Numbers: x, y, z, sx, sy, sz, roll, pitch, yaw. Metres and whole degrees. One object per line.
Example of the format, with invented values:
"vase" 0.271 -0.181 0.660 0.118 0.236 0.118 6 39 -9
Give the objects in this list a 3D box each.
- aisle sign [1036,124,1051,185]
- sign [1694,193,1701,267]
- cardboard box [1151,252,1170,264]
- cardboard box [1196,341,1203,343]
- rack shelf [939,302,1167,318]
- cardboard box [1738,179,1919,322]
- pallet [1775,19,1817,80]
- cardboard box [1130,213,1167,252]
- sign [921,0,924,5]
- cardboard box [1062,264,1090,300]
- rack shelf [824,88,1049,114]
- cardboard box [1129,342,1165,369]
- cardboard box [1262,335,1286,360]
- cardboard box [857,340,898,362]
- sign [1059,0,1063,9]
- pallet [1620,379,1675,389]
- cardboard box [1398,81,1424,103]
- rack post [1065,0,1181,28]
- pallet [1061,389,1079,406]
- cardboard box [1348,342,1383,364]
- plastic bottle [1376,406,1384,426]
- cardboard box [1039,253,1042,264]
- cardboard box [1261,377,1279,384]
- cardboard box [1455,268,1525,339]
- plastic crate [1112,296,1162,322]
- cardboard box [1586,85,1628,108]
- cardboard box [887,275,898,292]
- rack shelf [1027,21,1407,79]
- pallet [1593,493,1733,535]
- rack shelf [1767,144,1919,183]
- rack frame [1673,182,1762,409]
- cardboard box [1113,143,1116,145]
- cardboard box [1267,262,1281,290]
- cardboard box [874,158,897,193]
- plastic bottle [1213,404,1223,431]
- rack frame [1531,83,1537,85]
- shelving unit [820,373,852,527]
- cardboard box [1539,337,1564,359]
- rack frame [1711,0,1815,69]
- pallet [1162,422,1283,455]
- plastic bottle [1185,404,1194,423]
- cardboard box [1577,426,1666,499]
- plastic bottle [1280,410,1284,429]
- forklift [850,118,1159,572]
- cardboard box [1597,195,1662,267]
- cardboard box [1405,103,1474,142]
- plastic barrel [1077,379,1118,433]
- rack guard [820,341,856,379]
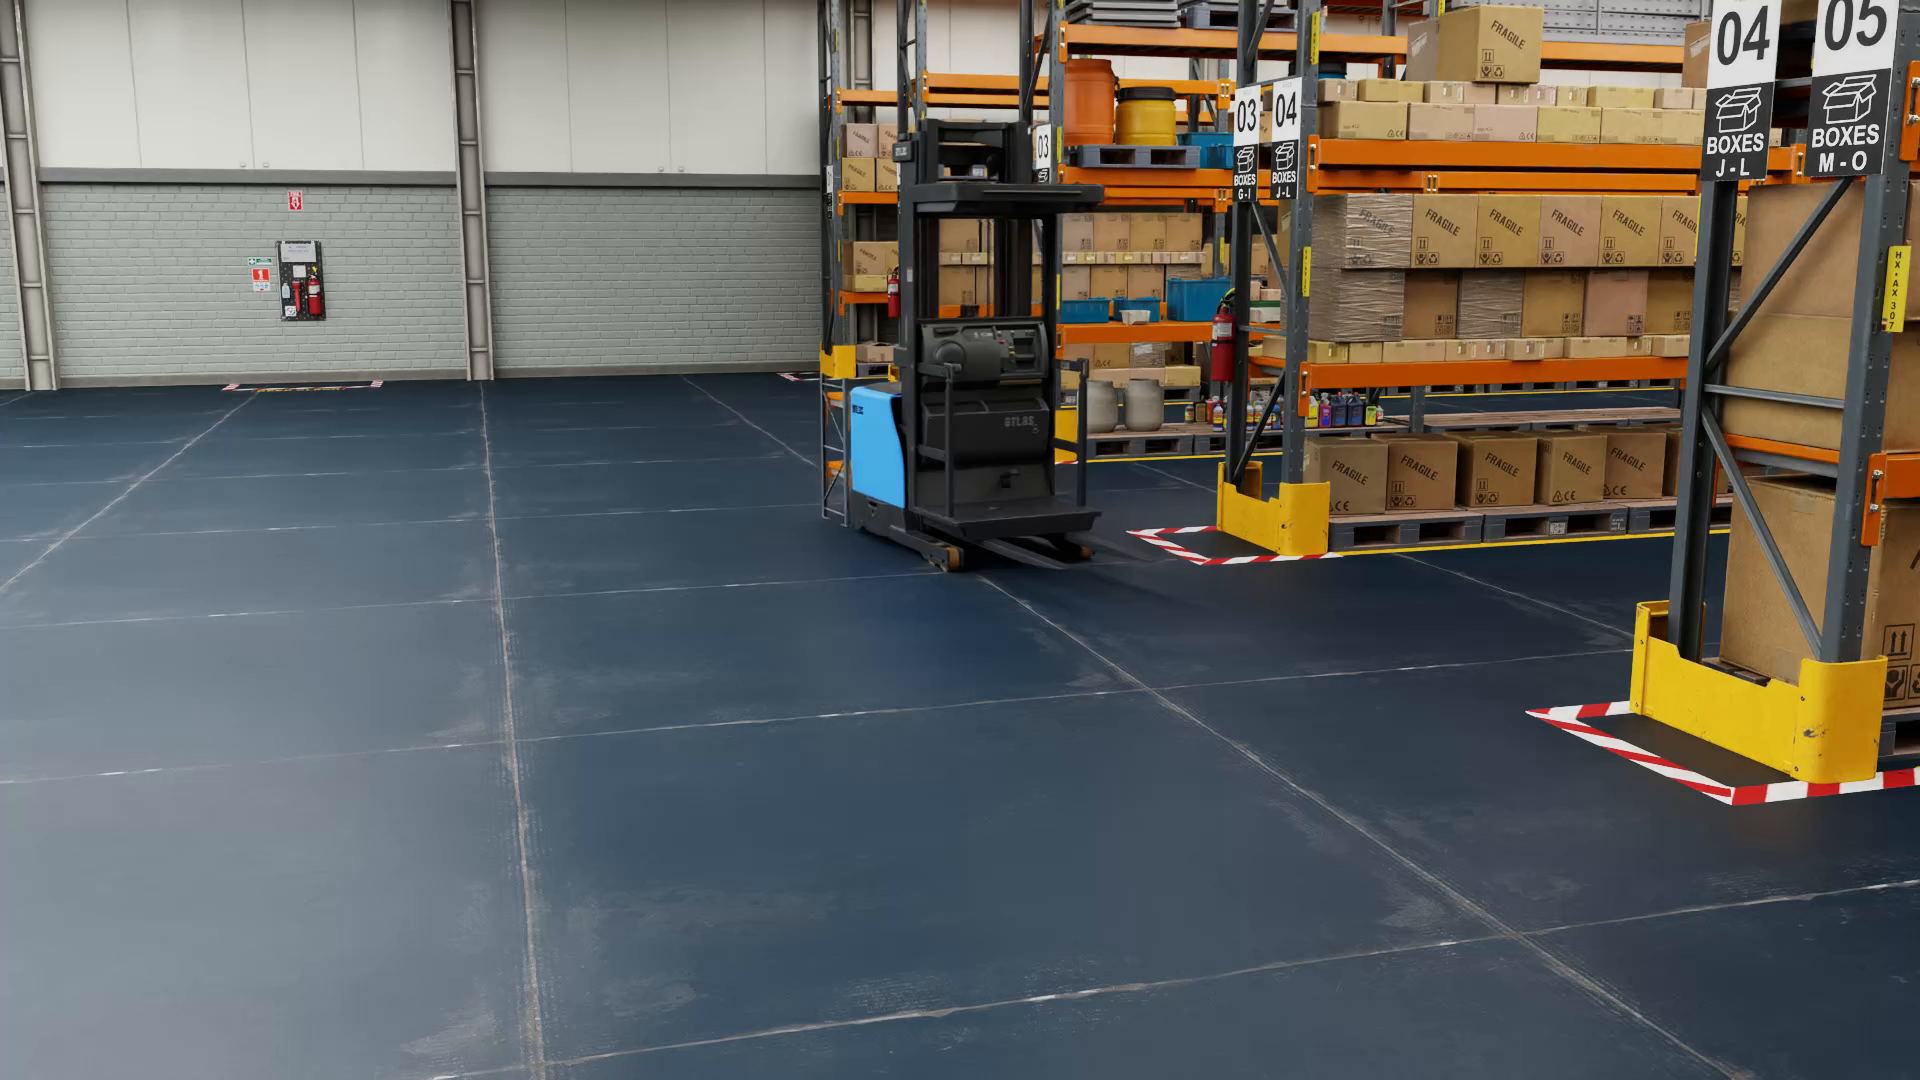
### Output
"aisle sign" 0.794 -3.551 15.871 0.004 0.787 0.394 -3 11 -16
"sign" 3.317 -1.380 7.404 0.005 0.325 0.100 -3 11 -16
"cardboard box" 2.551 -3.682 21.695 0.250 0.149 0.380 -3 11 -18
"cardboard box" 4.021 -3.360 27.701 0.500 0.500 0.700 -3 11 -16
"rack shelf" 1.321 -2.936 21.696 4.000 0.370 1.077 -3 11 -16
"cardboard box" 3.822 -1.216 6.969 0.550 0.550 0.875 -3 11 -16
"pallet" 4.165 -2.070 6.965 1.213 0.211 1.003 -3 11 -16
"cardboard box" 2.332 -4.029 21.786 0.500 0.500 0.700 -3 11 -16
"sign" -0.450 -6.579 19.913 0.005 0.325 0.100 -3 11 -16
"cardboard box" 1.338 -3.338 21.617 0.500 0.500 0.700 -3 11 -14
"rack shelf" -0.067 -6.746 25.830 4.000 0.370 1.077 -3 11 -16
"cardboard box" 2.374 -2.529 21.863 0.500 0.500 0.500 -3 11 -16
"cardboard box" 2.382 -1.393 12.022 0.250 0.149 0.380 -3 11 -16
"cardboard box" -1.298 -2.963 26.067 0.500 0.311 0.500 -4 11 -22
"sign" 0.931 -5.079 15.358 0.005 0.325 0.100 -3 11 -16
"pallet" 10.152 -2.377 24.373 1.213 0.211 1.003 -3 11 -16
"cardboard box" 2.979 -3.068 11.455 0.250 0.149 0.380 -3 11 -17
"rack post" 1.543 -5.048 15.993 0.954 0.300 0.937 -2 11 -10
"pallet" 1.293 -1.924 21.915 1.213 0.211 1.003 -3 11 -16
"cardboard box" 2.752 -1.325 11.652 0.250 0.149 0.380 -3 11 -16
"plastic bottle" 4.361 -1.297 17.322 0.097 0.201 0.097 0 10 0
"cardboard box" 1.074 -3.605 21.274 0.250 0.149 0.380 -3 11 -17
"cardboard box" 4.189 -2.248 22.408 0.500 0.250 0.500 -3 11 -15
"cardboard box" 3.640 -1.749 12.163 0.500 0.500 0.875 -3 11 -16
"plastic crate" 1.804 -2.363 17.010 0.408 0.251 0.499 -3 11 -16
"cardboard box" 4.511 -3.132 11.802 0.250 0.149 0.380 -2 11 -13
"cardboard box" -0.936 -3.984 25.760 0.500 0.250 0.500 -3 11 -18
"rack shelf" 2.702 -4.828 16.511 4.000 0.370 1.077 -3 11 -16
"pallet" 5.372 -0.257 12.860 1.213 0.211 1.003 -3 11 -16
"rack shelf" 7.927 -2.891 13.169 4.000 0.370 1.077 -3 11 -16
"rack frame" 8.463 -2.732 18.602 0.127 3.000 1.000 -3 11 -16
"cardboard box" 2.166 -5.091 21.829 0.500 0.311 0.500 -4 11 -19
"cardboard box" 4.489 -3.503 22.512 0.500 0.500 0.500 -2 11 -12
"cardboard box" -1.071 -5.578 25.445 0.500 0.500 0.500 -2 11 -12
"plastic bottle" 2.610 -1.239 16.814 0.097 0.271 0.097 0 10 0
"rack frame" 9.534 -7.607 28.513 0.127 3.000 1.000 -3 11 -16
"shelving unit" -0.500 -0.733 12.921 1.048 1.125 0.538 -5 12 -26
"cardboard box" 4.177 -1.410 12.117 0.250 0.149 0.380 -3 11 -16
"rack frame" 6.007 -4.619 12.282 0.127 3.000 1.000 -3 11 -16
"pallet" 2.792 -1.069 17.271 1.213 0.211 1.003 -3 11 -16
"plastic bottle" 2.422 -1.336 17.535 0.097 0.201 0.097 0 10 0
"cardboard box" 5.064 -0.602 12.777 0.500 0.500 0.500 0 10 2
"plastic bottle" 3.327 -1.243 17.026 0.097 0.201 0.097 0 10 0
"forklift" 0.265 -1.320 11.124 1.130 2.935 3.031 -5 12 -25
"cardboard box" 4.691 -2.235 12.040 0.500 0.500 0.500 -3 11 -16
"cardboard box" 3.194 -2.874 11.504 0.500 0.250 0.500 -3 11 -17
"plastic barrel" 1.392 -1.357 16.843 0.421 0.512 0.421 0 10 0
"rack guard" -1.914 -2.824 26.005 0.348 0.500 1.175 -3 11 -16
